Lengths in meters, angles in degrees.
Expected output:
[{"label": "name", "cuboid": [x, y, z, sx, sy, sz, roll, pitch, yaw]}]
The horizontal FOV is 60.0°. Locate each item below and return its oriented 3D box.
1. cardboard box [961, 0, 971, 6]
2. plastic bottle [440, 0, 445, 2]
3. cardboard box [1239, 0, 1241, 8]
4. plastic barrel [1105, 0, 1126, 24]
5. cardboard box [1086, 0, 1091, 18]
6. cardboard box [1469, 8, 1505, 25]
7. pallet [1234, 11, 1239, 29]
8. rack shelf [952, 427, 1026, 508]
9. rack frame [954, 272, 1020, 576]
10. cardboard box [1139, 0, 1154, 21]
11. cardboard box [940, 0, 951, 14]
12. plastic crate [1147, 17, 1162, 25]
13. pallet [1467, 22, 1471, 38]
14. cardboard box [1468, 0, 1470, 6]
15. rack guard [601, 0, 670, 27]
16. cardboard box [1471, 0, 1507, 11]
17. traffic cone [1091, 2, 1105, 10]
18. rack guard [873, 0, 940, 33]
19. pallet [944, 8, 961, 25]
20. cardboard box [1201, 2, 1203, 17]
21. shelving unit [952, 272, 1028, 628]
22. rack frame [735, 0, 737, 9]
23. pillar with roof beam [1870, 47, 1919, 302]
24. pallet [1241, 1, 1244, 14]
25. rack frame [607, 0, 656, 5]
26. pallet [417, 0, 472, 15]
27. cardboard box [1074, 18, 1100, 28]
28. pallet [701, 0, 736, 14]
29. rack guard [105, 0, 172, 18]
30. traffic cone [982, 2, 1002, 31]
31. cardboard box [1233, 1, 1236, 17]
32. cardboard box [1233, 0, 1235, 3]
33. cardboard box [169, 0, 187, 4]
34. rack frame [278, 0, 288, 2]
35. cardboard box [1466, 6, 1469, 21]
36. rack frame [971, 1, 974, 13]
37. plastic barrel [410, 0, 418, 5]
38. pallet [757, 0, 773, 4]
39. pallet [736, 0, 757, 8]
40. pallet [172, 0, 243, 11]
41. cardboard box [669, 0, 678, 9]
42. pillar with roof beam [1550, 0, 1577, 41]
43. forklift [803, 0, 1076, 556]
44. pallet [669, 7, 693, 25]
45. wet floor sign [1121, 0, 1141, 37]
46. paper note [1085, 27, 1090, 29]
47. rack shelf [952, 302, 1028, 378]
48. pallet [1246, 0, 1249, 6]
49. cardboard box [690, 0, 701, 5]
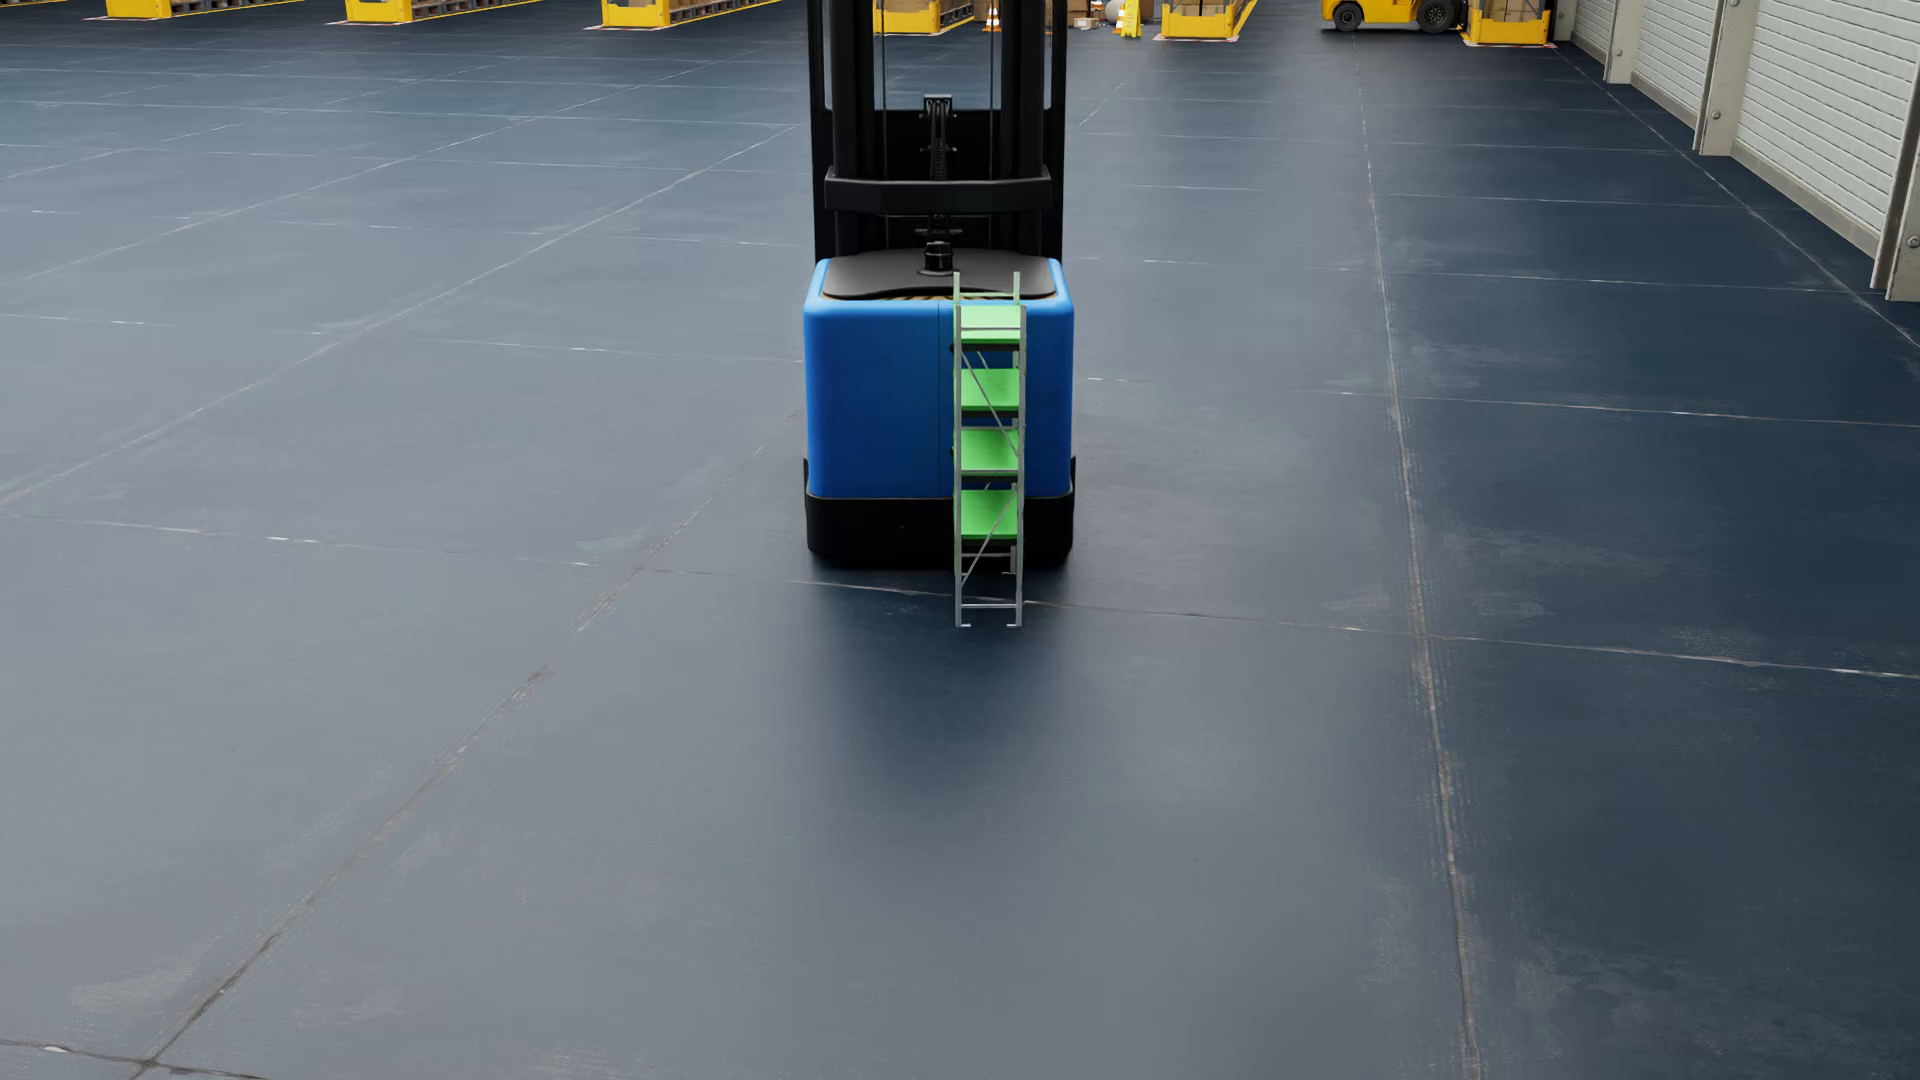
[{"label": "cardboard box", "cuboid": [-0.313, -10.552, 31.321, 0.875, 0.875, 0.875, 5, 22, 12]}, {"label": "plastic bottle", "cuboid": [-9.941, -10.475, 31.912, 0.097, 0.271, 0.097, 0, 22, 0]}, {"label": "cardboard box", "cuboid": [4.893, -9.910, 30.563, 0.500, 0.250, 0.500, 5, 23, 13]}, {"label": "plastic barrel", "cuboid": [2.873, -9.440, 29.727, 0.421, 0.421, 0.512, -16, 27, -35]}, {"label": "cardboard box", "cuboid": [1.997, -9.847, 30.449, 0.797, 0.637, 0.503, 4, 22, 11]}, {"label": "cardboard box", "cuboid": [8.581, -8.503, 27.069, 0.500, 0.250, 0.500, 5, 22, 11]}, {"label": "pallet", "cuboid": [4.401, -9.238, 29.509, 1.003, 0.211, 1.213, 4, 22, 11]}, {"label": "rack shelf", "cuboid": [0.101, -0.270, 6.090, 0.258, 0.148, 0.480, 0, 22, -1]}, {"label": "rack frame", "cuboid": [0.098, -0.421, 6.292, 0.240, 1.200, 0.015, 0, 22, -1]}, {"label": "cardboard box", "cuboid": [3.200, -9.781, 30.467, 0.500, 0.500, 0.500, -16, 27, -35]}, {"label": "cardboard box", "cuboid": [-0.681, -9.889, 29.675, 0.875, 0.875, 0.875, 4, 22, 10]}, {"label": "plastic crate", "cuboid": [3.627, -9.361, 29.991, 0.402, 0.080, 0.583, -3, 22, -8]}, {"label": "pallet", "cuboid": [8.909, -8.377, 27.370, 1.003, 0.211, 1.213, 4, 22, 11]}, {"label": "cardboard box", "cuboid": [8.785, -9.114, 27.916, 0.500, 0.250, 0.500, 4, 22, 10]}, {"label": "rack guard", "cuboid": [-5.752, -9.388, 29.495, 1.175, 0.500, 0.348, 4, 22, 11]}, {"label": "cardboard box", "cuboid": [8.587, -8.741, 26.990, 0.500, 0.250, 0.500, 4, 22, 10]}, {"label": "traffic cone", "cuboid": [2.713, -10.793, 33.033, 0.336, 0.463, 0.334, 4, 22, 11]}, {"label": "rack guard", "cuboid": [-0.937, -8.937, 28.374, 1.175, 0.500, 0.348, 4, 22, 11]}, {"label": "pallet", "cuboid": [-0.595, -9.555, 30.295, 1.003, 0.211, 1.213, 4, 22, 11]}, {"label": "cardboard box", "cuboid": [3.949, -9.189, 28.772, 0.500, 0.250, 0.500, 5, 22, 11]}, {"label": "shelving unit", "cuboid": [0.101, -0.330, 6.066, 0.258, 1.200, 0.503, 0, 22, -1]}, {"label": "rack frame", "cuboid": [-4.951, -11.983, 32.591, 1.000, 3.000, 0.127, 4, 22, 11]}, {"label": "pillar with roof beam", "cuboid": [1.931, -6.101, 9.958, 9.100, 9.000, 0.400, 4, 22, 11]}, {"label": "pallet", "cuboid": [4.908, -10.219, 31.944, 1.003, 0.211, 1.213, 4, 22, 11]}, {"label": "rack frame", "cuboid": [-5.767, -10.520, 28.959, 1.000, 3.000, 0.127, 4, 22, 11]}, {"label": "pallet", "cuboid": [-10.225, -10.377, 32.337, 1.003, 0.211, 1.213, 4, 22, 11]}, {"label": "cardboard box", "cuboid": [2.224, -9.075, 29.188, 0.380, 0.149, 0.250, 18, 28, 38]}, {"label": "pallet", "cuboid": [-5.054, -10.441, 32.496, 1.003, 0.211, 1.213, 4, 22, 11]}, {"label": "rack guard", "cuboid": [-15.469, -10.108, 31.283, 1.175, 0.500, 0.348, 4, 22, 11]}, {"label": "traffic cone", "cuboid": [0.566, -9.014, 28.616, 0.336, 0.463, 0.334, 4, 22, 11]}, {"label": "cardboard box", "cuboid": [4.481, -9.144, 28.661, 0.500, 0.250, 0.500, 5, 23, 13]}, {"label": "cardboard box", "cuboid": [4.476, -9.506, 28.556, 0.500, 0.500, 0.500, 4, 22, 9]}, {"label": "cardboard box", "cuboid": [-15.137, -10.375, 31.718, 0.500, 0.250, 0.500, 4, 22, 11]}, {"label": "rack frame", "cuboid": [-14.648, -12.739, 34.470, 1.000, 3.000, 0.127, 4, 22, 11]}, {"label": "cardboard box", "cuboid": [8.802, -8.866, 27.971, 0.500, 0.250, 0.500, 5, 22, 11]}, {"label": "rack frame", "cuboid": [-0.116, -11.568, 31.561, 1.000, 3.000, 0.127, 4, 22, 11]}, {"label": "plastic barrel", "cuboid": [-10.454, -10.368, 31.350, 0.421, 0.512, 0.421, 0, 22, 0]}, {"label": "pallet", "cuboid": [-4.547, -11.422, 34.931, 1.003, 0.211, 1.213, 4, 22, 11]}, {"label": "pallet", "cuboid": [-4.794, -10.974, 33.820, 1.003, 0.211, 1.213, 4, 22, 11]}, {"label": "pallet", "cuboid": [-15.098, -10.711, 33.165, 1.003, 0.211, 1.213, 4, 22, 11]}, {"label": "cardboard box", "cuboid": [-5.535, -10.004, 30.461, 0.500, 0.500, 0.500, 11, 24, 25]}, {"label": "pillar with roof beam", "cuboid": [5.604, -12.684, 26.303, 9.100, 9.000, 0.400, 4, 22, 11]}, {"label": "forklift", "cuboid": [-0.098, -1.797, 7.391, 1.130, 2.935, 3.031, 0, 22, -1]}, {"label": "pallet", "cuboid": [-5.552, -9.549, 30.280, 1.003, 0.211, 1.213, 4, 22, 11]}, {"label": "wet floor sign", "cuboid": [2.848, -8.684, 27.553, 0.267, 0.644, 0.232, 13, 25, 29]}, {"label": "paper note", "cuboid": [2.178, -8.885, 28.873, 0.148, 0.019, 0.142, -3, 22, -8]}, {"label": "rack shelf", "cuboid": [0.101, -0.716, 5.910, 0.258, 0.148, 0.480, 0, 22, -1]}, {"label": "pallet", "cuboid": [5.406, -11.111, 34.160, 1.003, 0.211, 1.213, 4, 22, 11]}, {"label": "cardboard box", "cuboid": [-5.231, -10.432, 31.524, 0.500, 0.500, 0.500, 2, 22, 6]}]
